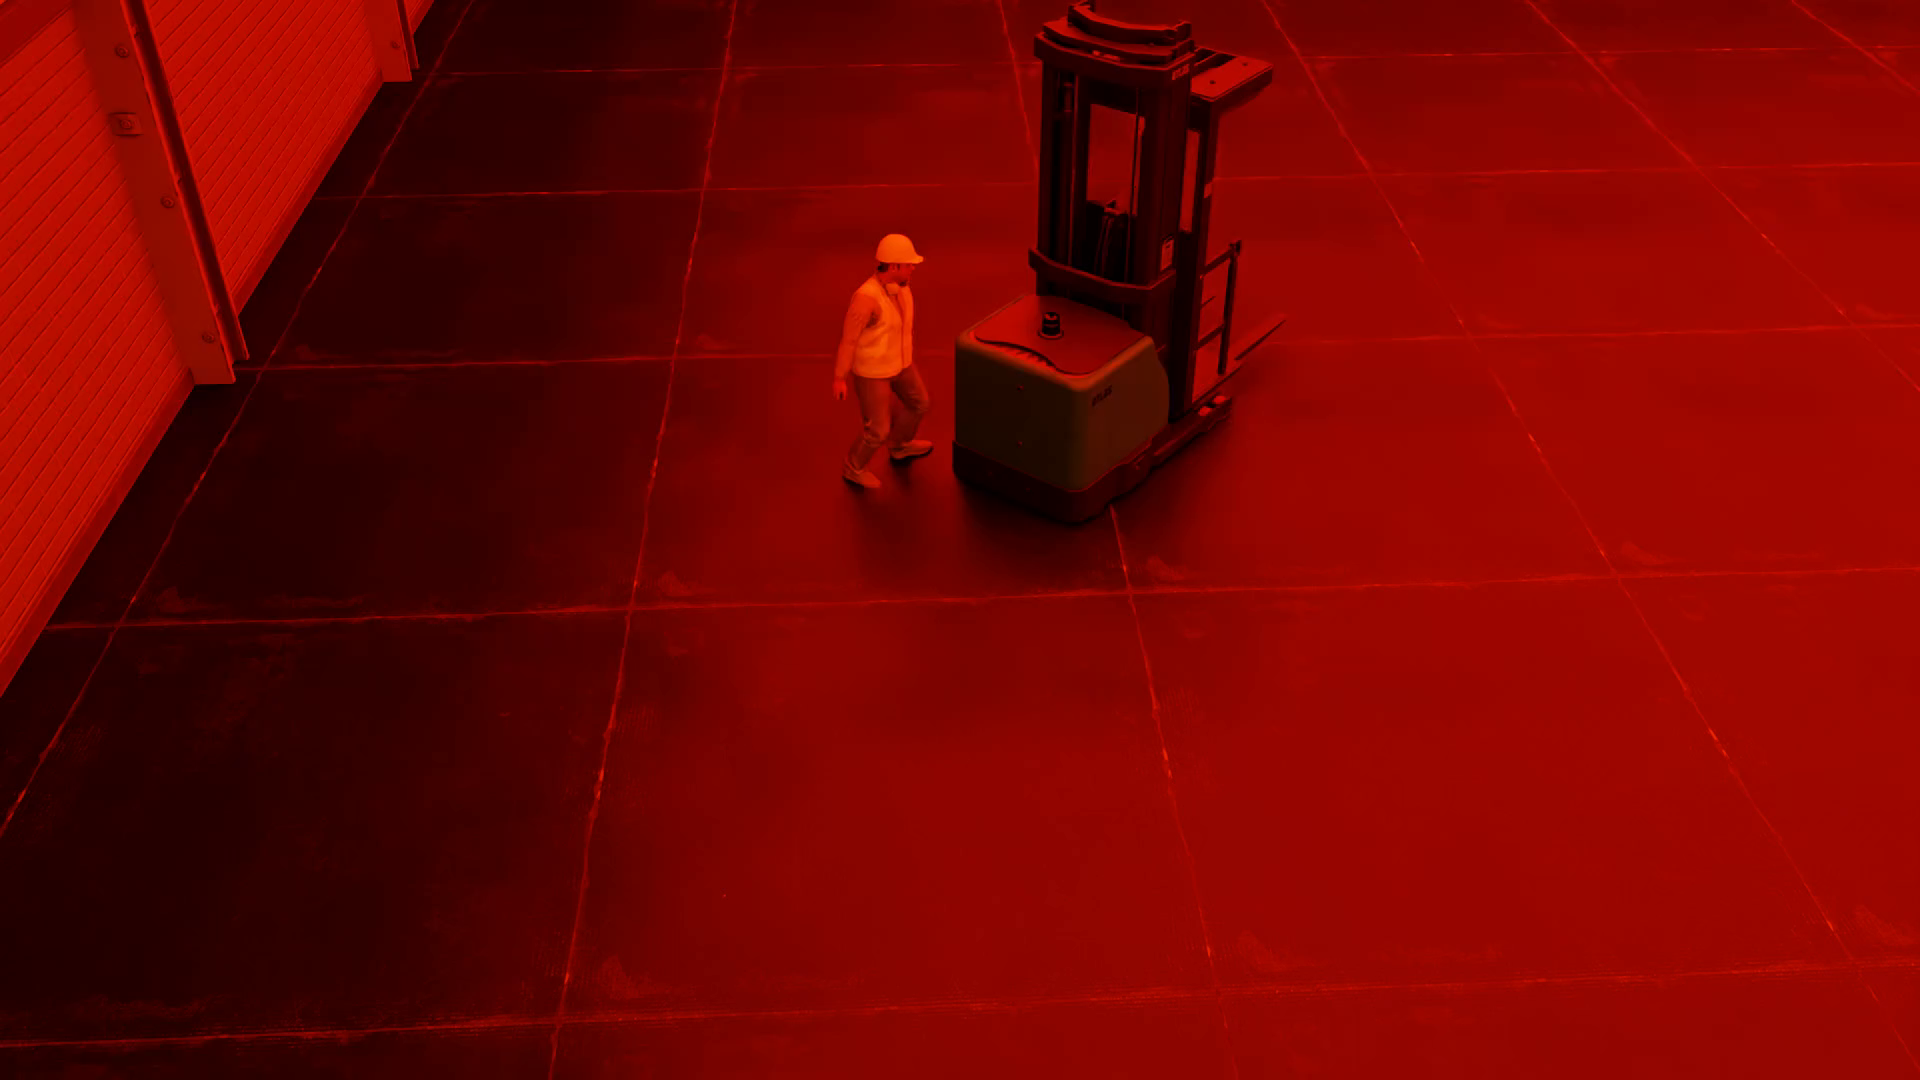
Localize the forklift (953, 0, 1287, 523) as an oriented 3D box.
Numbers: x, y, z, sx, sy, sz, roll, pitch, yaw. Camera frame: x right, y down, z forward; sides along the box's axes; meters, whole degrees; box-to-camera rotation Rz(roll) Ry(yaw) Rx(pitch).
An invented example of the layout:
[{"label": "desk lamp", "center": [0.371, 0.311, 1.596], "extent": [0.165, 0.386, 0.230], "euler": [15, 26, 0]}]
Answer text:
[{"label": "forklift", "center": [1.253, -2.103, 10.897], "extent": [1.130, 2.935, 3.031], "euler": [25, 43, 30]}]

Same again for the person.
[{"label": "person", "center": [-0.499, -1.128, 10.615], "extent": [0.469, 1.745, 0.870], "euler": [21, 41, 27]}]
